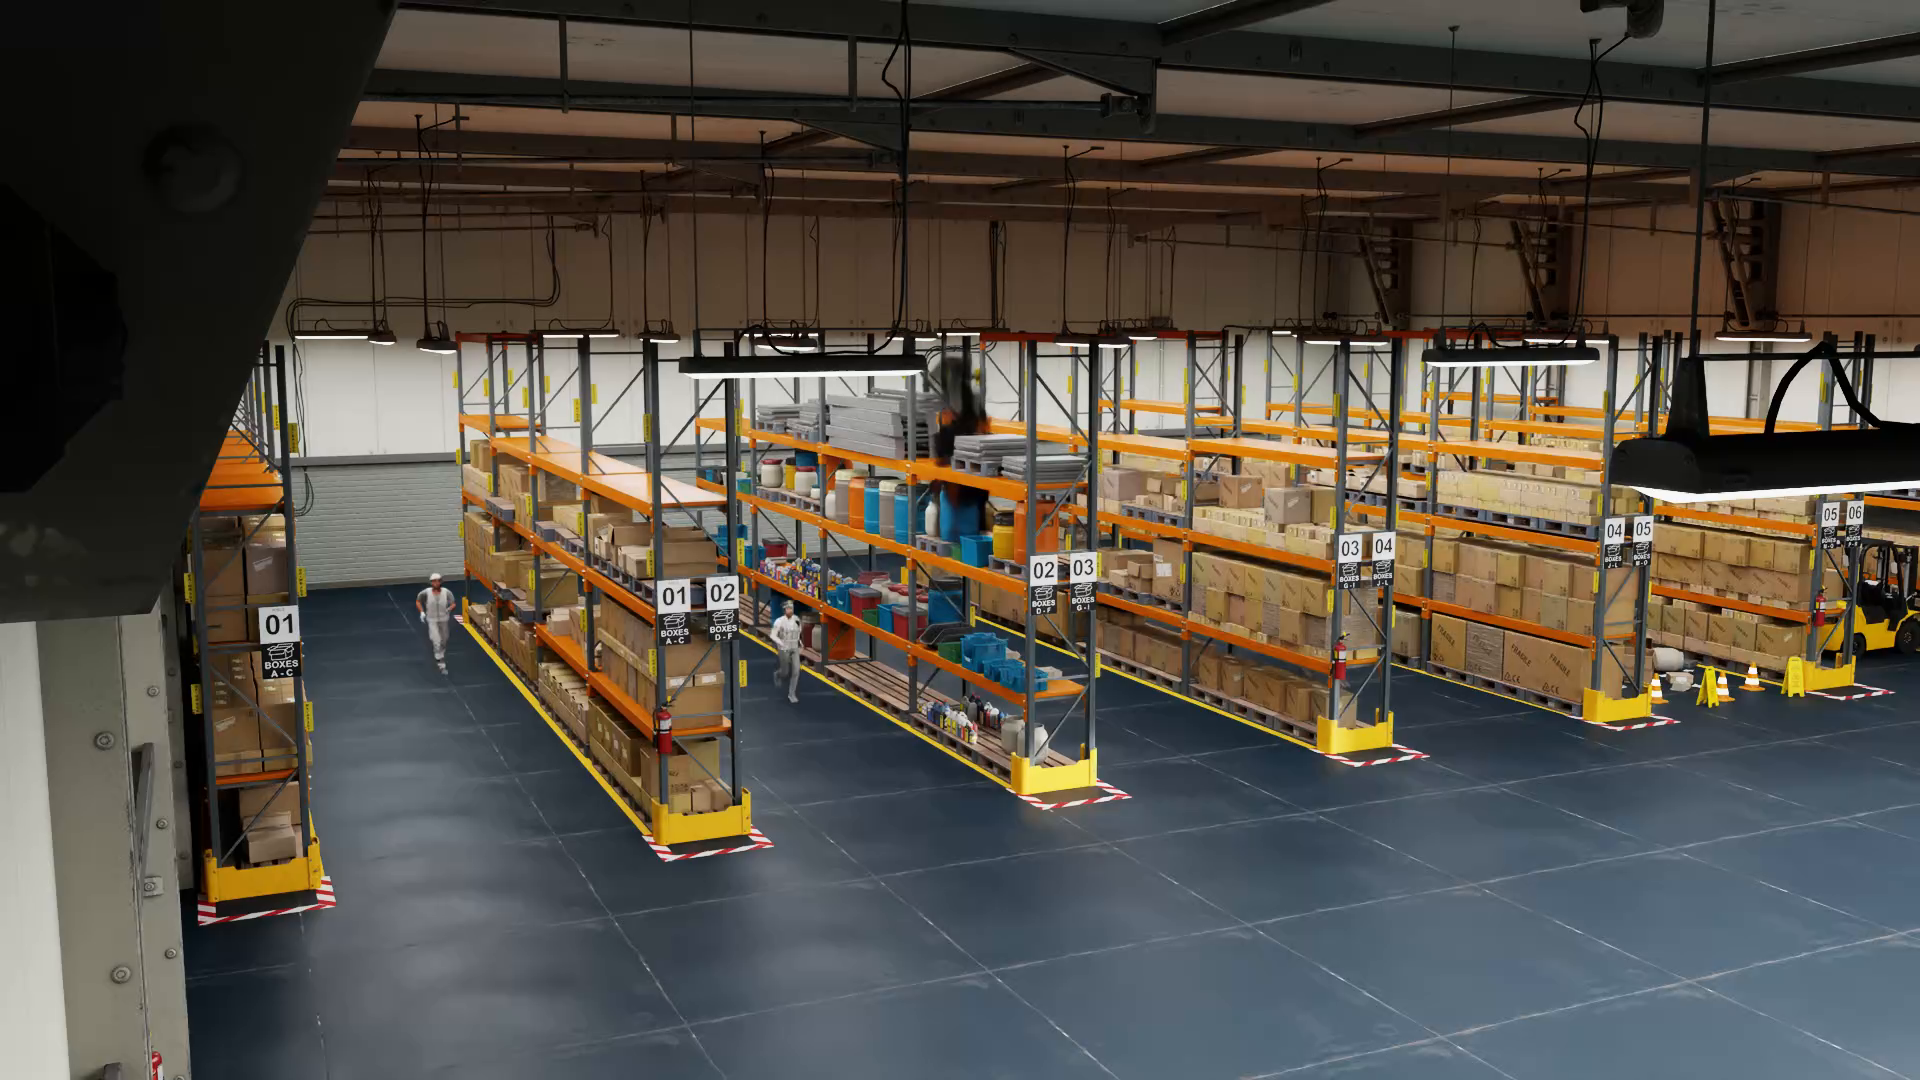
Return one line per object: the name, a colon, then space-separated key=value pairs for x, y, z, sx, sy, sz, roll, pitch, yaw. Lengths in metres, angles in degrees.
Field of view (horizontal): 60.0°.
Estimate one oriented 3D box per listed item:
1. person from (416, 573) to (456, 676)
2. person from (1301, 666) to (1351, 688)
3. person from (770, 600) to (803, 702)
person: x=-9.281 y=1.463 z=29.528 sx=0.663 sy=1.788 sz=0.902 roll=-4 pitch=9 yaw=-26
person: x=6.347 y=1.683 z=28.698 sx=1.019 sy=1.694 sz=0.702 roll=7 pitch=10 yaw=42
person: x=-2.859 y=1.816 z=27.602 sx=0.627 sy=1.698 sz=0.761 roll=-4 pitch=9 yaw=-29
